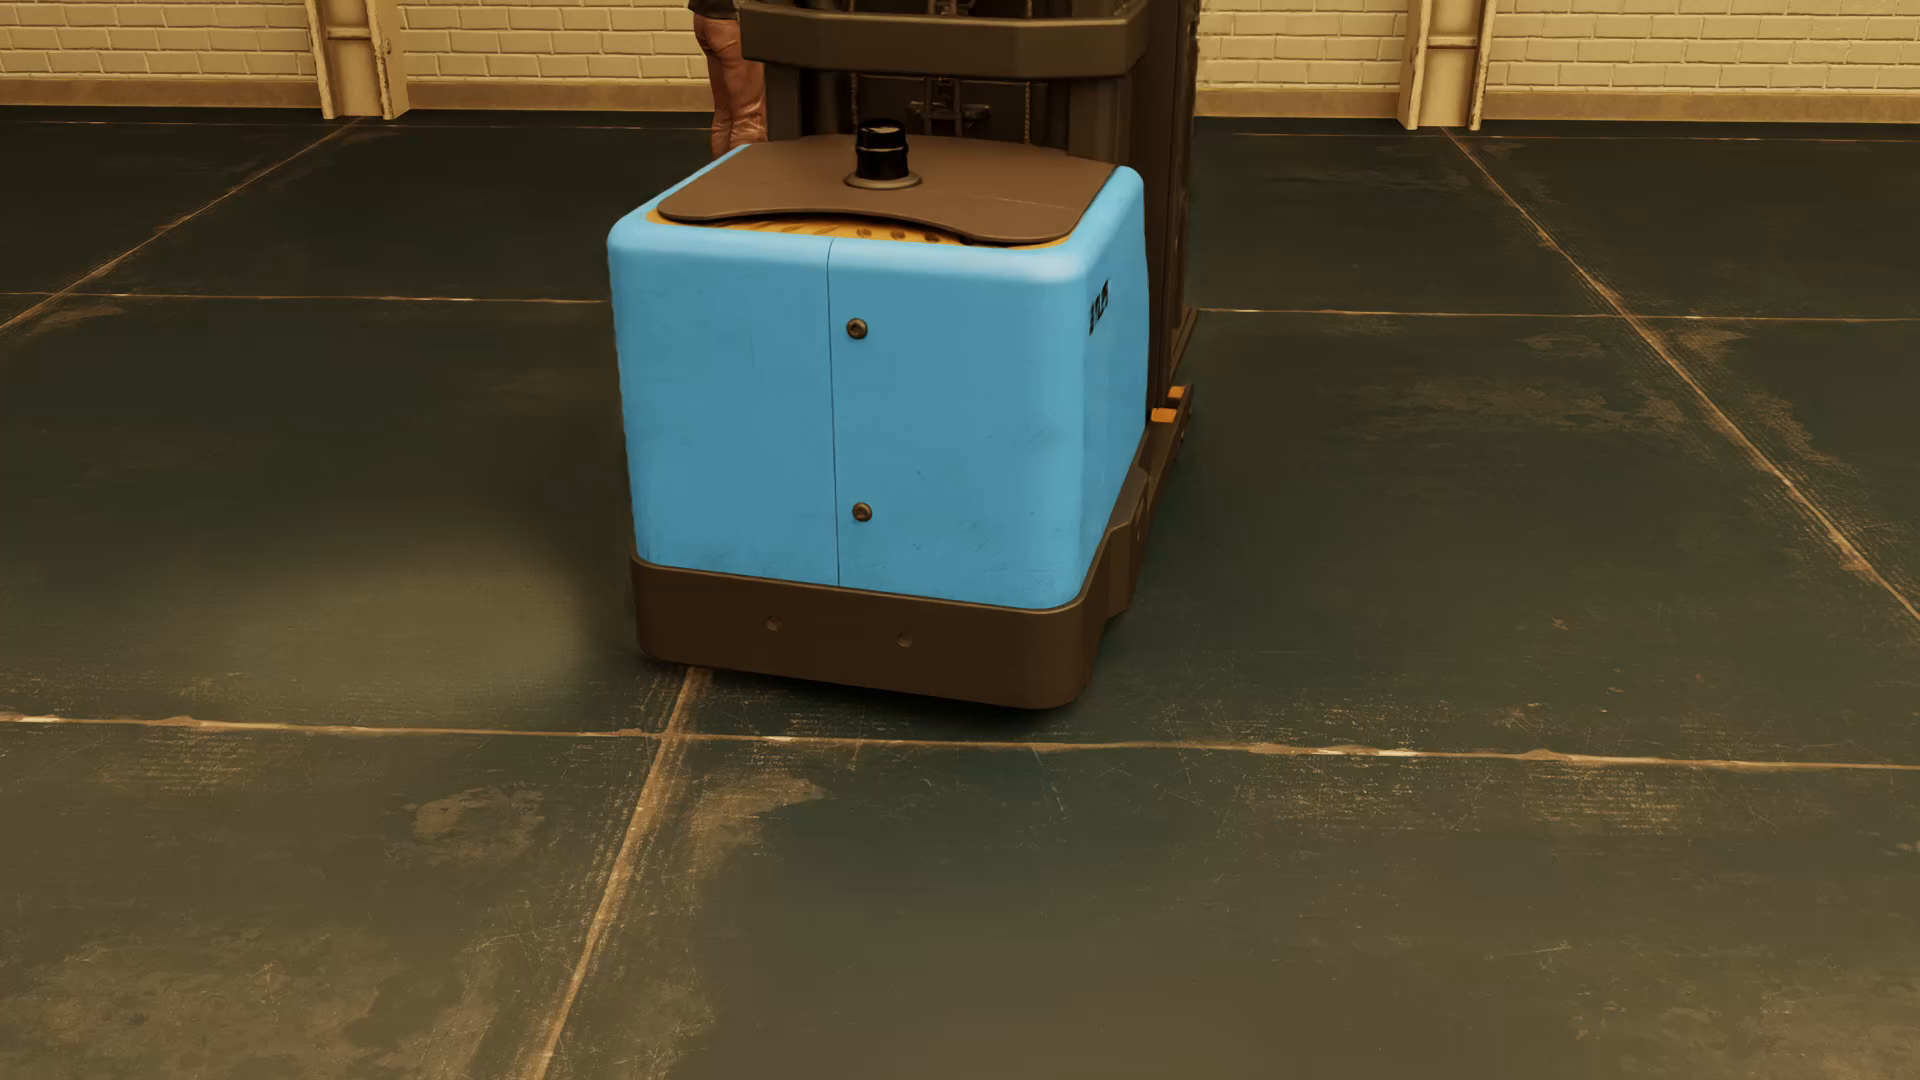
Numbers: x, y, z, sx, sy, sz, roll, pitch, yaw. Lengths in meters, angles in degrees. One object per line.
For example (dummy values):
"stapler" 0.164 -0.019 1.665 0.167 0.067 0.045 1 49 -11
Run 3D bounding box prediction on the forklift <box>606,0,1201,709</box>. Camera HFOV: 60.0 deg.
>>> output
"forklift" 0.104 -1.577 4.406 1.130 2.935 3.031 6 27 13

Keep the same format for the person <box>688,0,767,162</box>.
"person" -0.916 -2.133 6.901 0.375 1.724 0.525 -12 29 -23
